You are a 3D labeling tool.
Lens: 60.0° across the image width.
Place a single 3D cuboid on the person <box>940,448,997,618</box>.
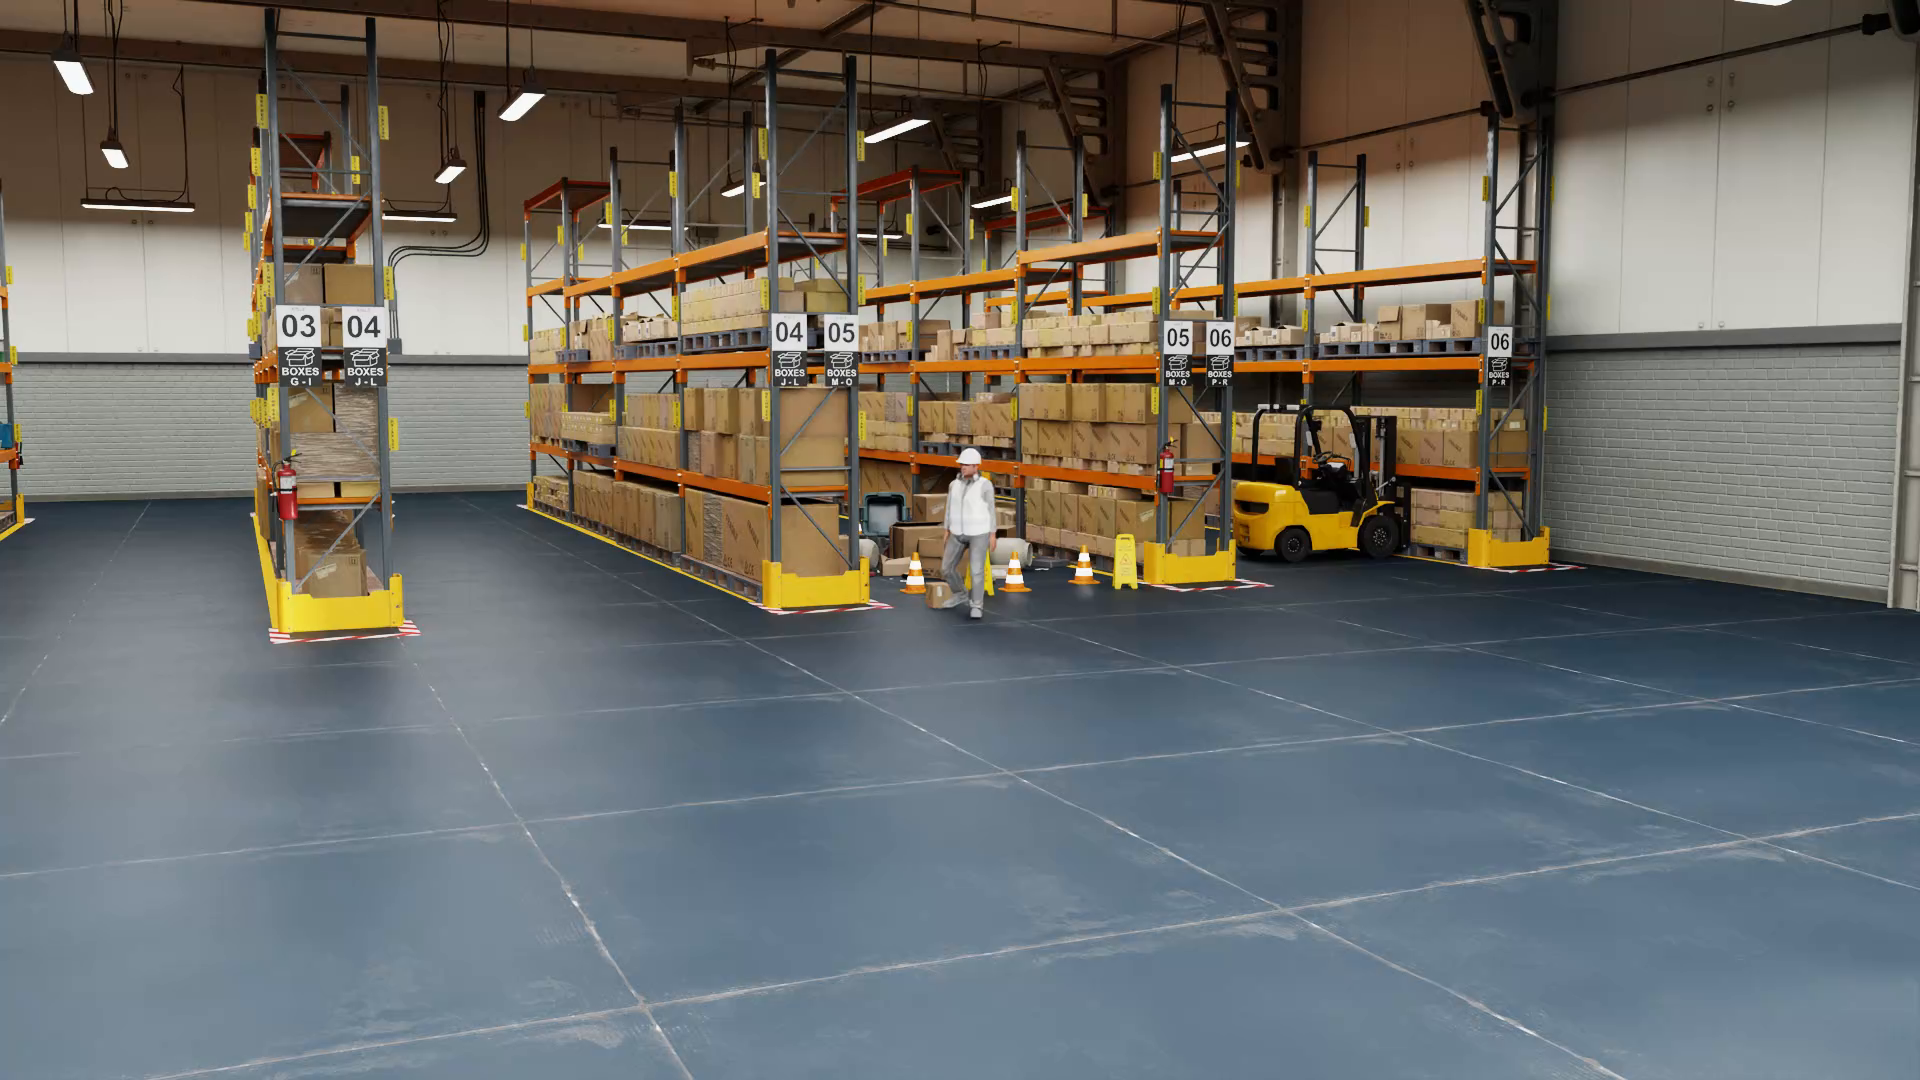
[{"bbox_3d":[0.060,-0.077,17.339,0.694,1.756,0.517,3,6,27],"label":"person"}]
